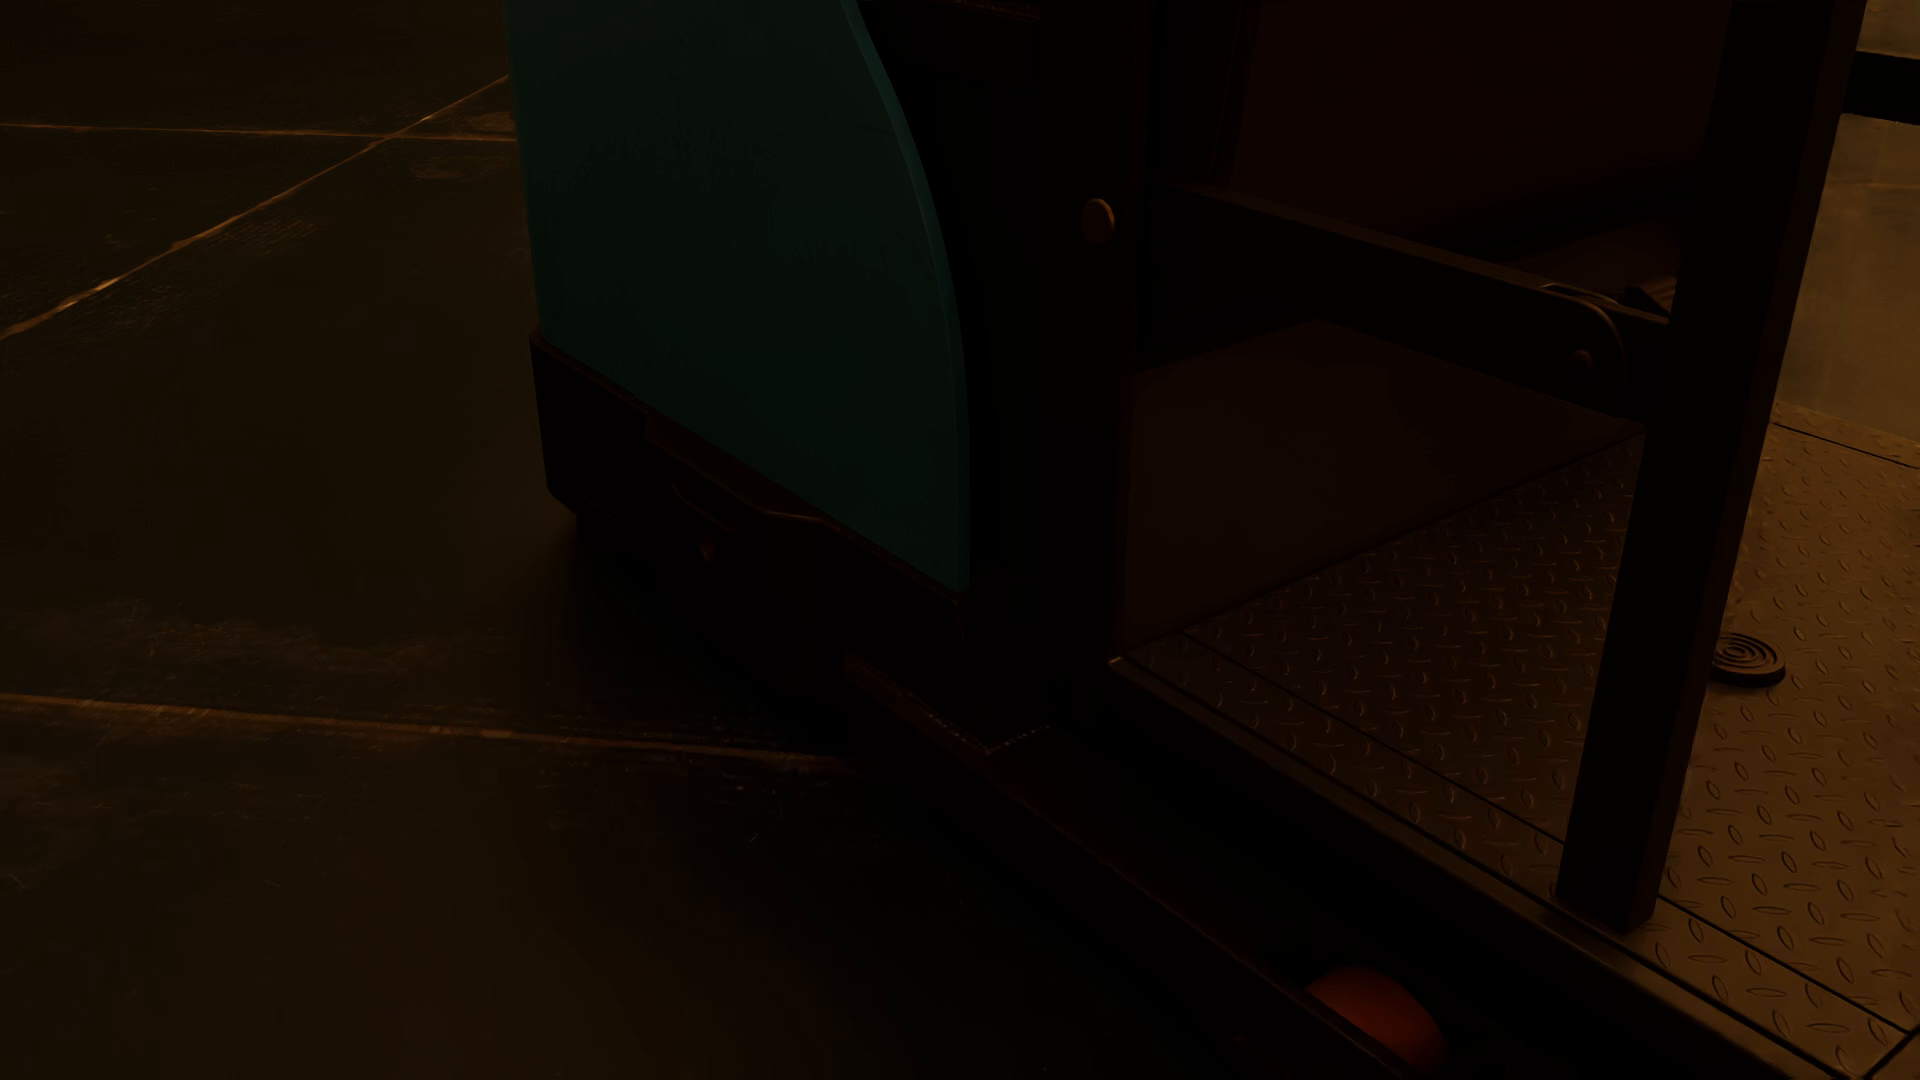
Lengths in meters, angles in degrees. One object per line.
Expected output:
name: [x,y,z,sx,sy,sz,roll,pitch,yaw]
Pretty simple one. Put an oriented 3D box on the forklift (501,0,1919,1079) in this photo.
forklift: [0.679,-0.959,1.138,1.130,2.935,3.031,-19,32,-33]
